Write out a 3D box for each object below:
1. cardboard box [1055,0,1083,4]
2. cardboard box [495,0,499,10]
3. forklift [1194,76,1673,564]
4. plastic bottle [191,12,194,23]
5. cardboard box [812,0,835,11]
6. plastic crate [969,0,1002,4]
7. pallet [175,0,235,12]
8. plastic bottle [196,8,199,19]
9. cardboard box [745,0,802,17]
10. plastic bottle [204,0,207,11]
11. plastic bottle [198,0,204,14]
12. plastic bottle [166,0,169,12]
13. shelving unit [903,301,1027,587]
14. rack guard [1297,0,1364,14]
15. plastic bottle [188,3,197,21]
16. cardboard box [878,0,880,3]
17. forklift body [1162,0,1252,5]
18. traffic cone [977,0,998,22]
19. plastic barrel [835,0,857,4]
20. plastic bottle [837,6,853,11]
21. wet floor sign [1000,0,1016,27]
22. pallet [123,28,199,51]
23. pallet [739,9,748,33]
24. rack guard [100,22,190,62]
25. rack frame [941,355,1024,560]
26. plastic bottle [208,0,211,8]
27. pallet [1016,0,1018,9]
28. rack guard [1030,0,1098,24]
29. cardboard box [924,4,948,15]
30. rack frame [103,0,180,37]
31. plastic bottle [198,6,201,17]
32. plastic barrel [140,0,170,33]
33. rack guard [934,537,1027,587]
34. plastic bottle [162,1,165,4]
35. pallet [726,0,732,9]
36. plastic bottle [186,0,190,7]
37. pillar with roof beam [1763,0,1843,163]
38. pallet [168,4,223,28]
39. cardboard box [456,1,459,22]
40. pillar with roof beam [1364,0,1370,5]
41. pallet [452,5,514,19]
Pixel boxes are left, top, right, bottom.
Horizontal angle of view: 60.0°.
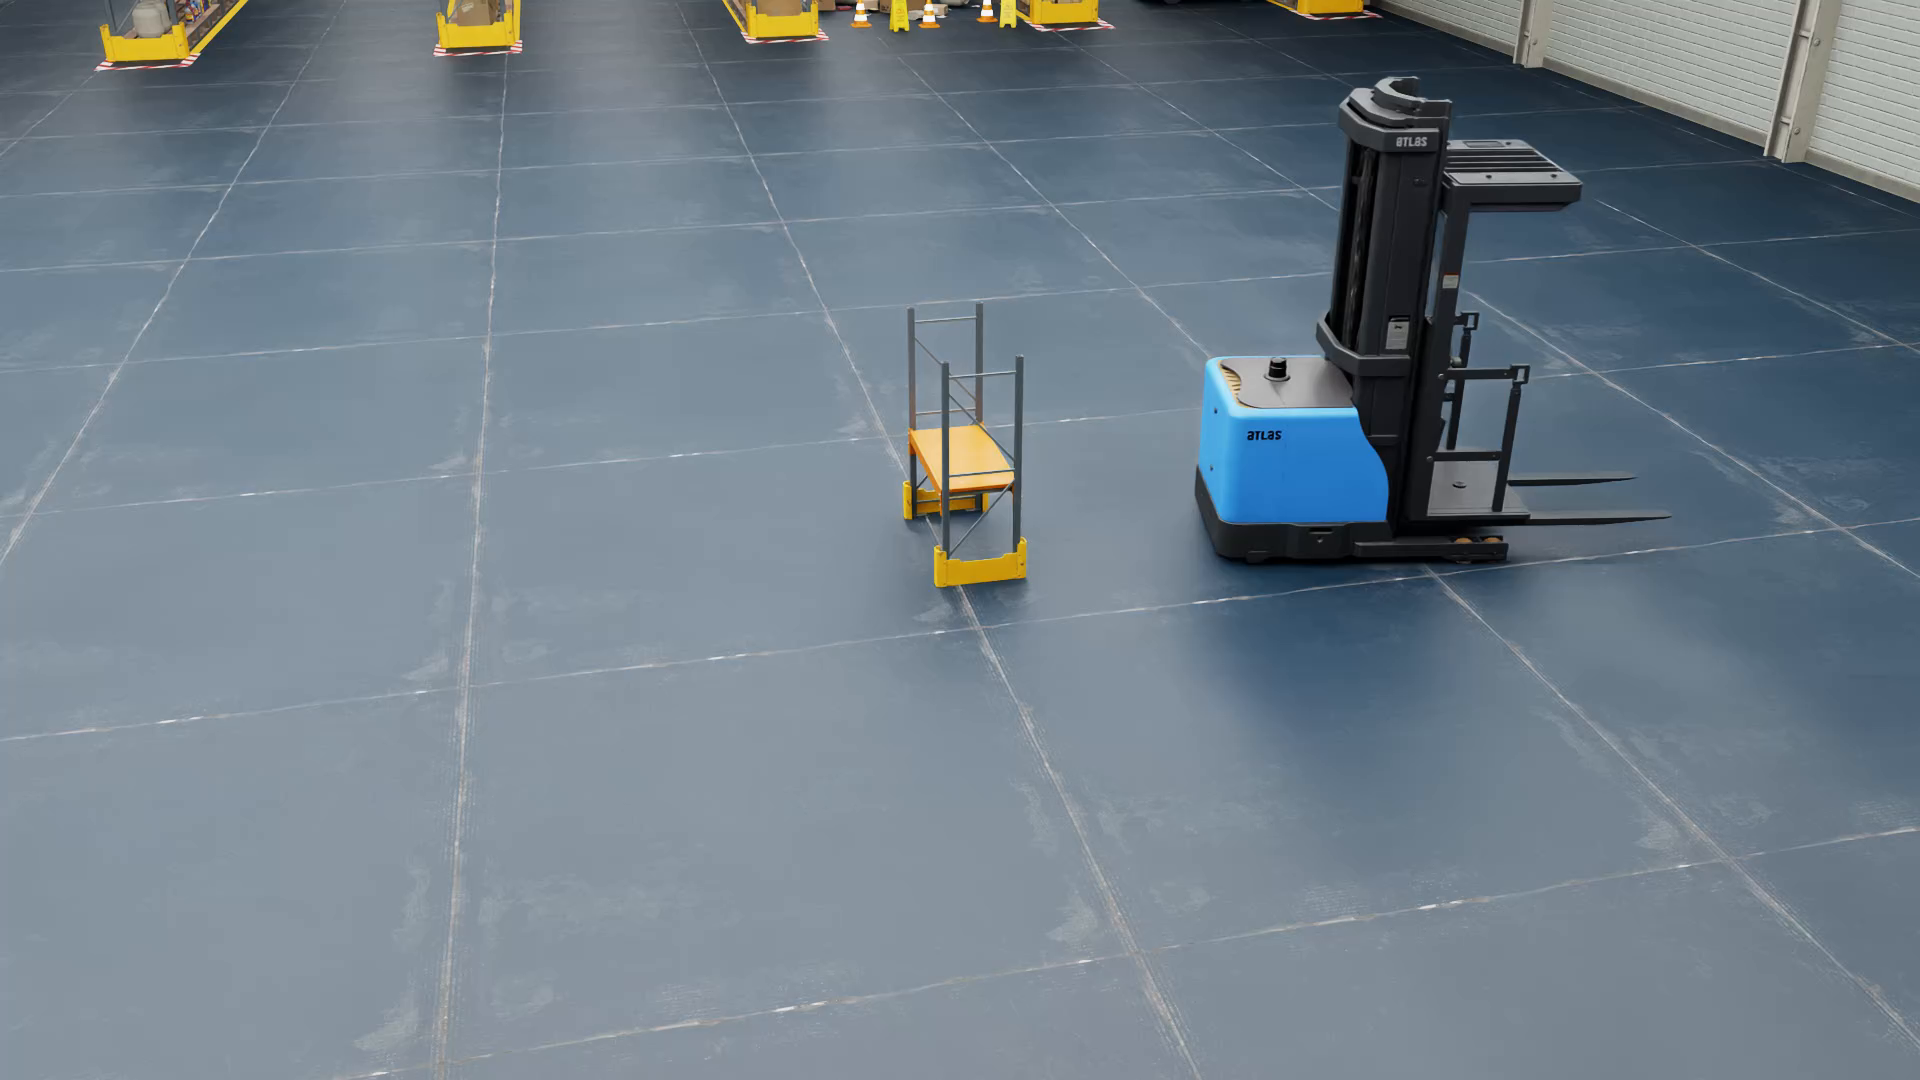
[{"bbox_3d":[1.918,-9.719,29.609,0.500,0.250,0.500,-6,27,-12],"label":"cardboard box"},{"bbox_3d":[-8.322,-9.503,28.904,0.500,0.500,0.500,-8,28,-16],"label":"cardboard box"},{"bbox_3d":[3.159,-1.391,10.600,3.031,2.935,1.130,-1,27,-2],"label":"forklift"},{"bbox_3d":[-12.778,-8.688,27.597,0.097,0.201,0.097,0,27,0],"label":"plastic bottle"},{"bbox_3d":[-2.521,-9.894,30.141,0.500,0.500,0.500,-1,27,-3],"label":"cardboard box"},{"bbox_3d":[0.484,-10.057,30.933,0.402,0.080,0.583,-16,31,-29],"label":"plastic crate"},{"bbox_3d":[-13.766,-9.719,30.119,1.003,0.211,1.213,-6,27,-12],"label":"pallet"},{"bbox_3d":[-12.877,-8.880,27.978,0.097,0.201,0.097,0,27,0],"label":"plastic bottle"},{"bbox_3d":[-3.186,-9.360,28.203,0.875,0.875,0.875,-6,27,-11],"label":"cardboard box"},{"bbox_3d":[-13.082,-9.300,28.644,0.144,0.351,0.185,-7,28,-14],"label":"plastic bottle"},{"bbox_3d":[-13.009,-9.158,28.363,0.144,0.351,0.185,-6,27,-12],"label":"plastic bottle"},{"bbox_3d":[-13.633,-9.256,28.556,0.144,0.351,0.185,-6,27,-12],"label":"plastic bottle"},{"bbox_3d":[0.017,-0.636,10.692,0.587,1.500,1.083,-6,27,-12],"label":"shelving unit"},{"bbox_3d":[6.671,-9.756,29.871,1.175,0.500,0.348,-6,27,-12],"label":"rack guard"},{"bbox_3d":[-12.832,-8.824,27.790,0.097,0.271,0.097,0,27,0],"label":"plastic bottle"},{"bbox_3d":[-1.251,-10.247,30.688,0.797,0.637,0.503,-6,27,-12],"label":"cardboard box"},{"bbox_3d":[4.461,-11.151,30.802,2.313,2.155,1.214,-6,27,-12],"label":"forklift body"},{"bbox_3d":[0.477,-9.302,29.012,0.336,0.463,0.334,-6,27,-12],"label":"traffic cone"},{"bbox_3d":[-2.120,-10.093,30.624,0.512,0.421,0.421,13,30,24],"label":"plastic barrel"},{"bbox_3d":[-2.078,-9.628,30.104,0.283,0.061,0.133,-16,31,-29],"label":"plastic bottle"},{"bbox_3d":[0.831,-9.134,28.476,0.267,0.644,0.232,3,27,6],"label":"wet floor sign"},{"bbox_3d":[-12.891,-8.008,26.729,1.003,0.211,1.213,-6,27,-12],"label":"pallet"},{"bbox_3d":[-3.226,-8.928,28.551,1.003,0.211,1.213,-6,27,-12],"label":"pallet"},{"bbox_3d":[-12.713,-7.780,25.956,1.175,0.500,0.348,-6,27,-12],"label":"rack guard"},{"bbox_3d":[0.134,-0.409,10.242,0.500,1.500,0.032,-6,27,-12],"label":"rack frame"},{"bbox_3d":[-13.122,-9.430,28.976,0.061,0.283,0.133,-5,27,-9],"label":"plastic bottle"},{"bbox_3d":[1.394,-10.060,30.793,1.003,0.211,1.213,-6,27,-12],"label":"pallet"},{"bbox_3d":[1.814,-9.294,28.956,1.175,0.500,0.348,-6,27,-12],"label":"rack guard"},{"bbox_3d":[-0.433,-9.474,29.702,0.380,0.149,0.250,8,28,15],"label":"cardboard box"},{"bbox_3d":[-12.650,-8.868,25.336,1.000,3.000,0.127,-6,27,-12],"label":"rack frame"},{"bbox_3d":[-12.923,-8.970,28.157,0.097,0.201,0.097,0,27,0],"label":"plastic bottle"},{"bbox_3d":[-12.986,-8.446,26.795,0.421,0.512,0.421,0,27,0],"label":"plastic barrel"},{"bbox_3d":[0.129,0.141,10.541,0.587,0.250,0.087,-6,27,-12],"label":"rack guard"},{"bbox_3d":[-13.497,-8.964,28.062,0.152,0.276,0.135,-6,27,-12],"label":"plastic bottle"},{"bbox_3d":[-3.775,-9.999,30.673,1.003,0.211,1.213,-6,27,-12],"label":"pallet"},{"bbox_3d":[-13.080,-9.045,28.214,0.061,0.283,0.133,-6,27,-12],"label":"plastic bottle"},{"bbox_3d":[5.897,-8.253,17.460,9.100,9.000,0.400,-6,27,-12],"label":"pillar with roof beam"},{"bbox_3d":[-13.441,-9.080,28.851,1.003,0.211,1.213,-6,27,-12],"label":"pallet"},{"bbox_3d":[-8.117,-8.977,27.861,0.500,0.500,0.500,1,27,2],"label":"cardboard box"},{"bbox_3d":[3.193,-13.521,27.897,9.100,9.000,0.400,-6,27,-12],"label":"pillar with roof beam"},{"bbox_3d":[-8.262,-9.054,28.800,1.003,0.211,1.213,-6,27,-12],"label":"pallet"}]
